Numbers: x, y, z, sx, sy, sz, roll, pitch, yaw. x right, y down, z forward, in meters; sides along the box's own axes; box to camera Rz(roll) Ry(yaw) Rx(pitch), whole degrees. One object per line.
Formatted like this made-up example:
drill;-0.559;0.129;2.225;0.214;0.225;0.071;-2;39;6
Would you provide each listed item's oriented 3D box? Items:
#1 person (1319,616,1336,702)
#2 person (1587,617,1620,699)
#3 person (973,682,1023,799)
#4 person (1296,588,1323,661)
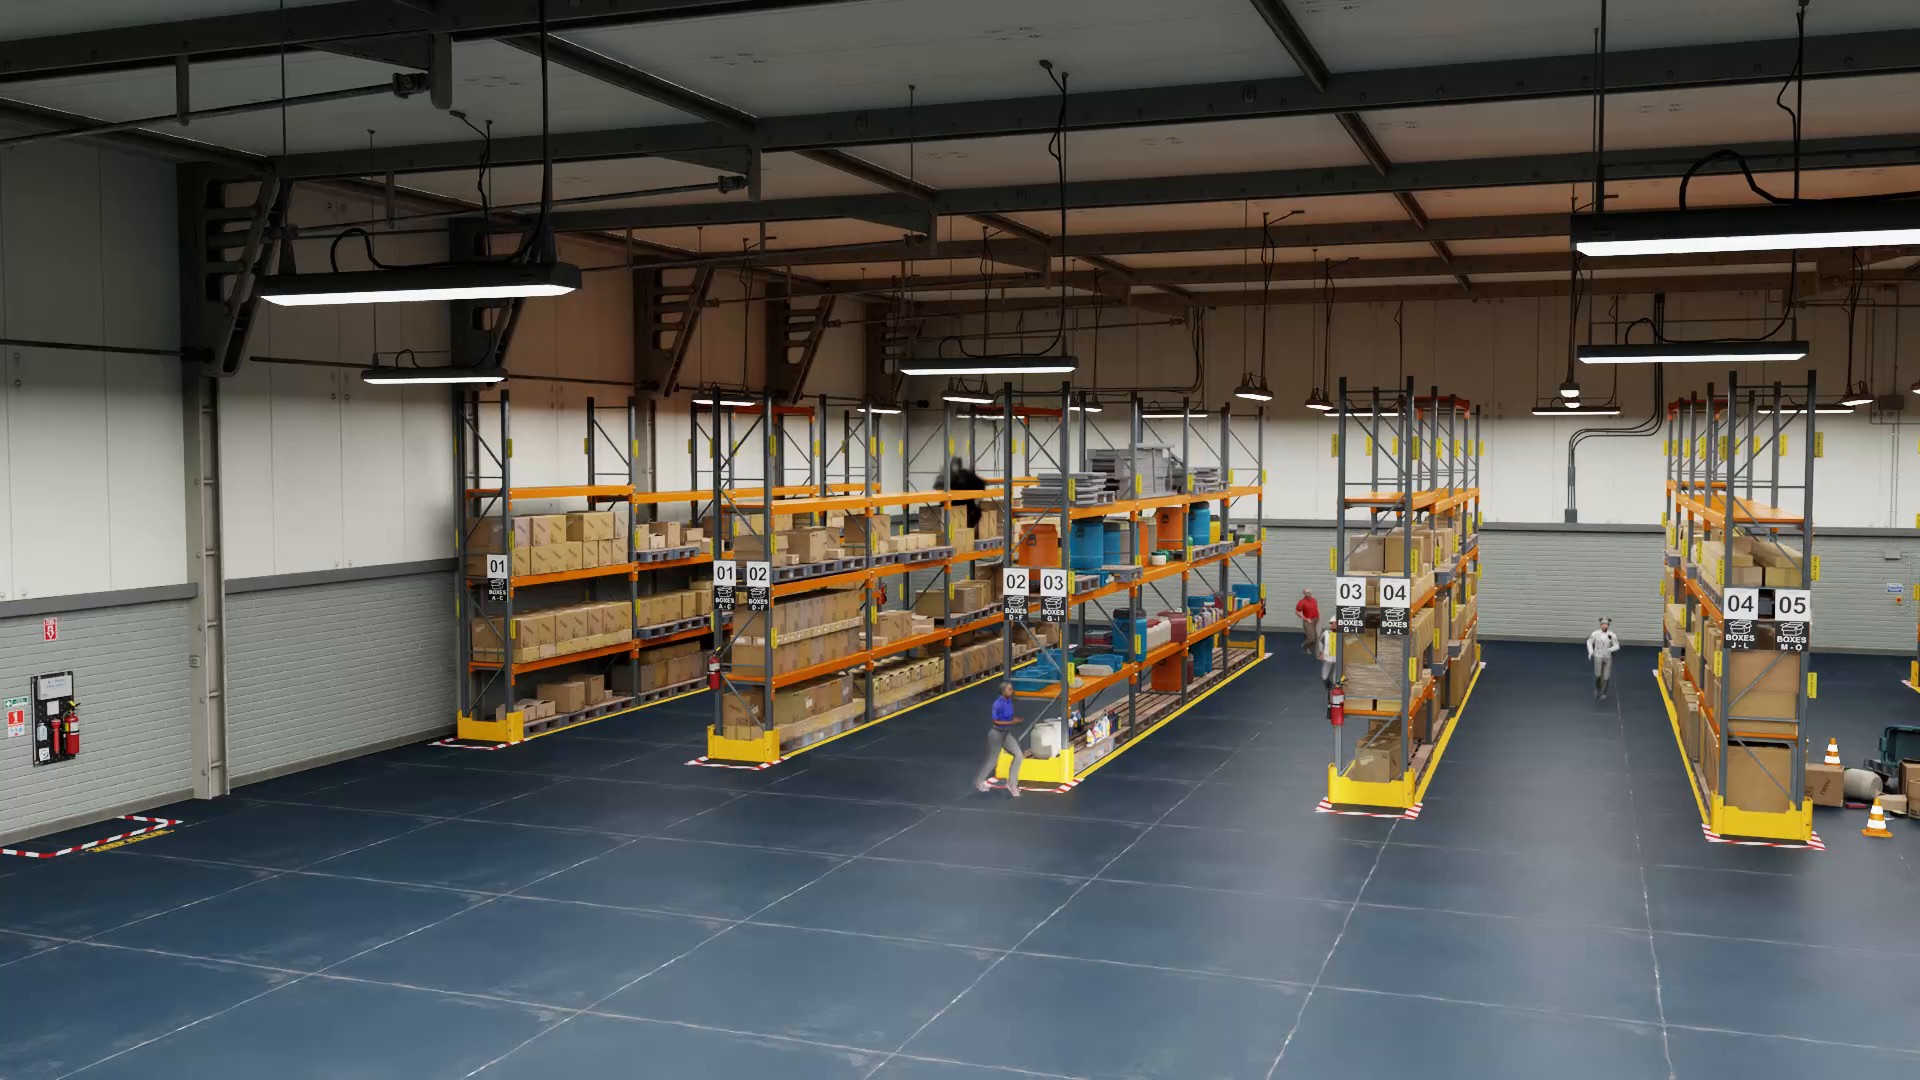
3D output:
person;7.284;2.349;32.424;0.664;1.731;0.590;1;3;23
person;12.744;2.347;32.950;0.603;1.655;0.584;1;3;20
person;0.555;2.869;23.940;0.839;1.690;0.599;2;4;31
person;8.317;2.029;39.498;0.696;1.643;0.731;-1;3;-25
